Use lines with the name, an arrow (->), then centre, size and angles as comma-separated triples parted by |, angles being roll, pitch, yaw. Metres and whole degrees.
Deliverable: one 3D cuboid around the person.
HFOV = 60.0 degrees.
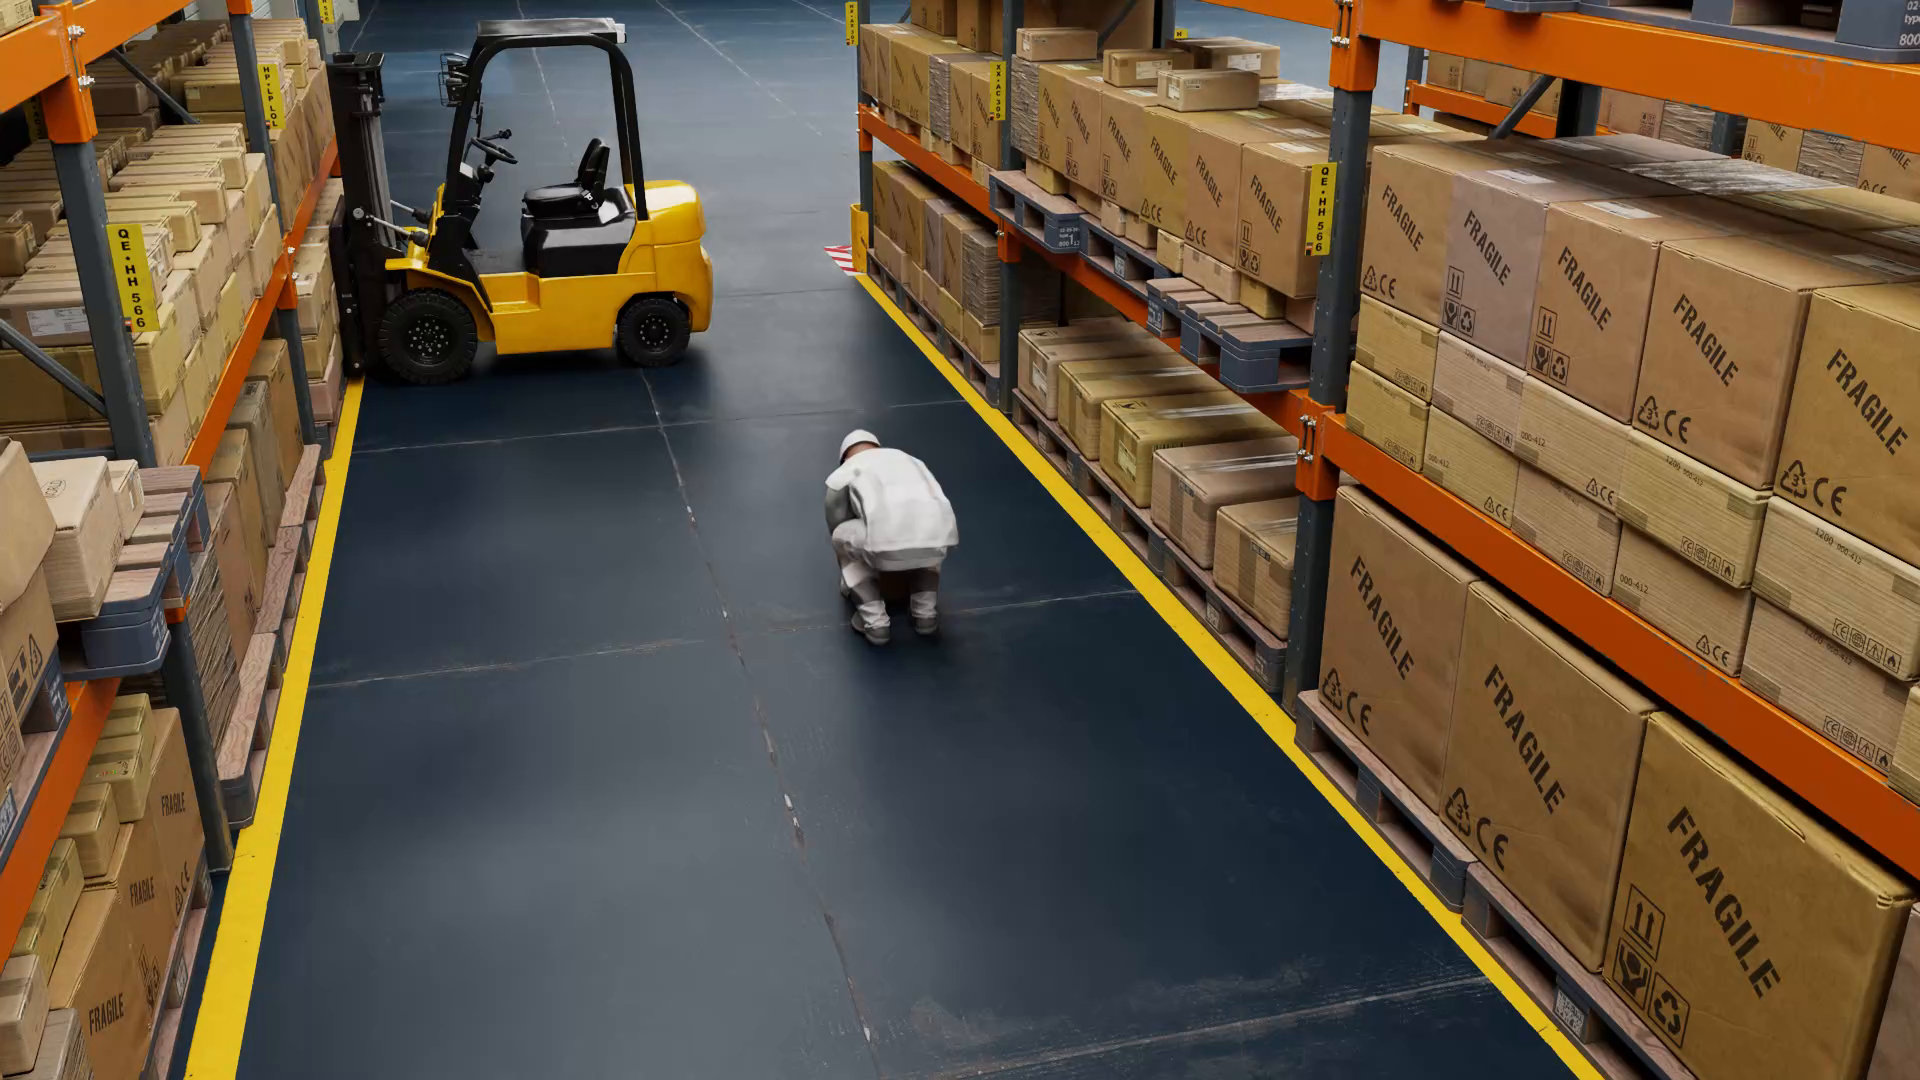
person -> -0.318, -0.001, 7.417 | 0.518, 0.797, 0.954 | -7, 24, -16
